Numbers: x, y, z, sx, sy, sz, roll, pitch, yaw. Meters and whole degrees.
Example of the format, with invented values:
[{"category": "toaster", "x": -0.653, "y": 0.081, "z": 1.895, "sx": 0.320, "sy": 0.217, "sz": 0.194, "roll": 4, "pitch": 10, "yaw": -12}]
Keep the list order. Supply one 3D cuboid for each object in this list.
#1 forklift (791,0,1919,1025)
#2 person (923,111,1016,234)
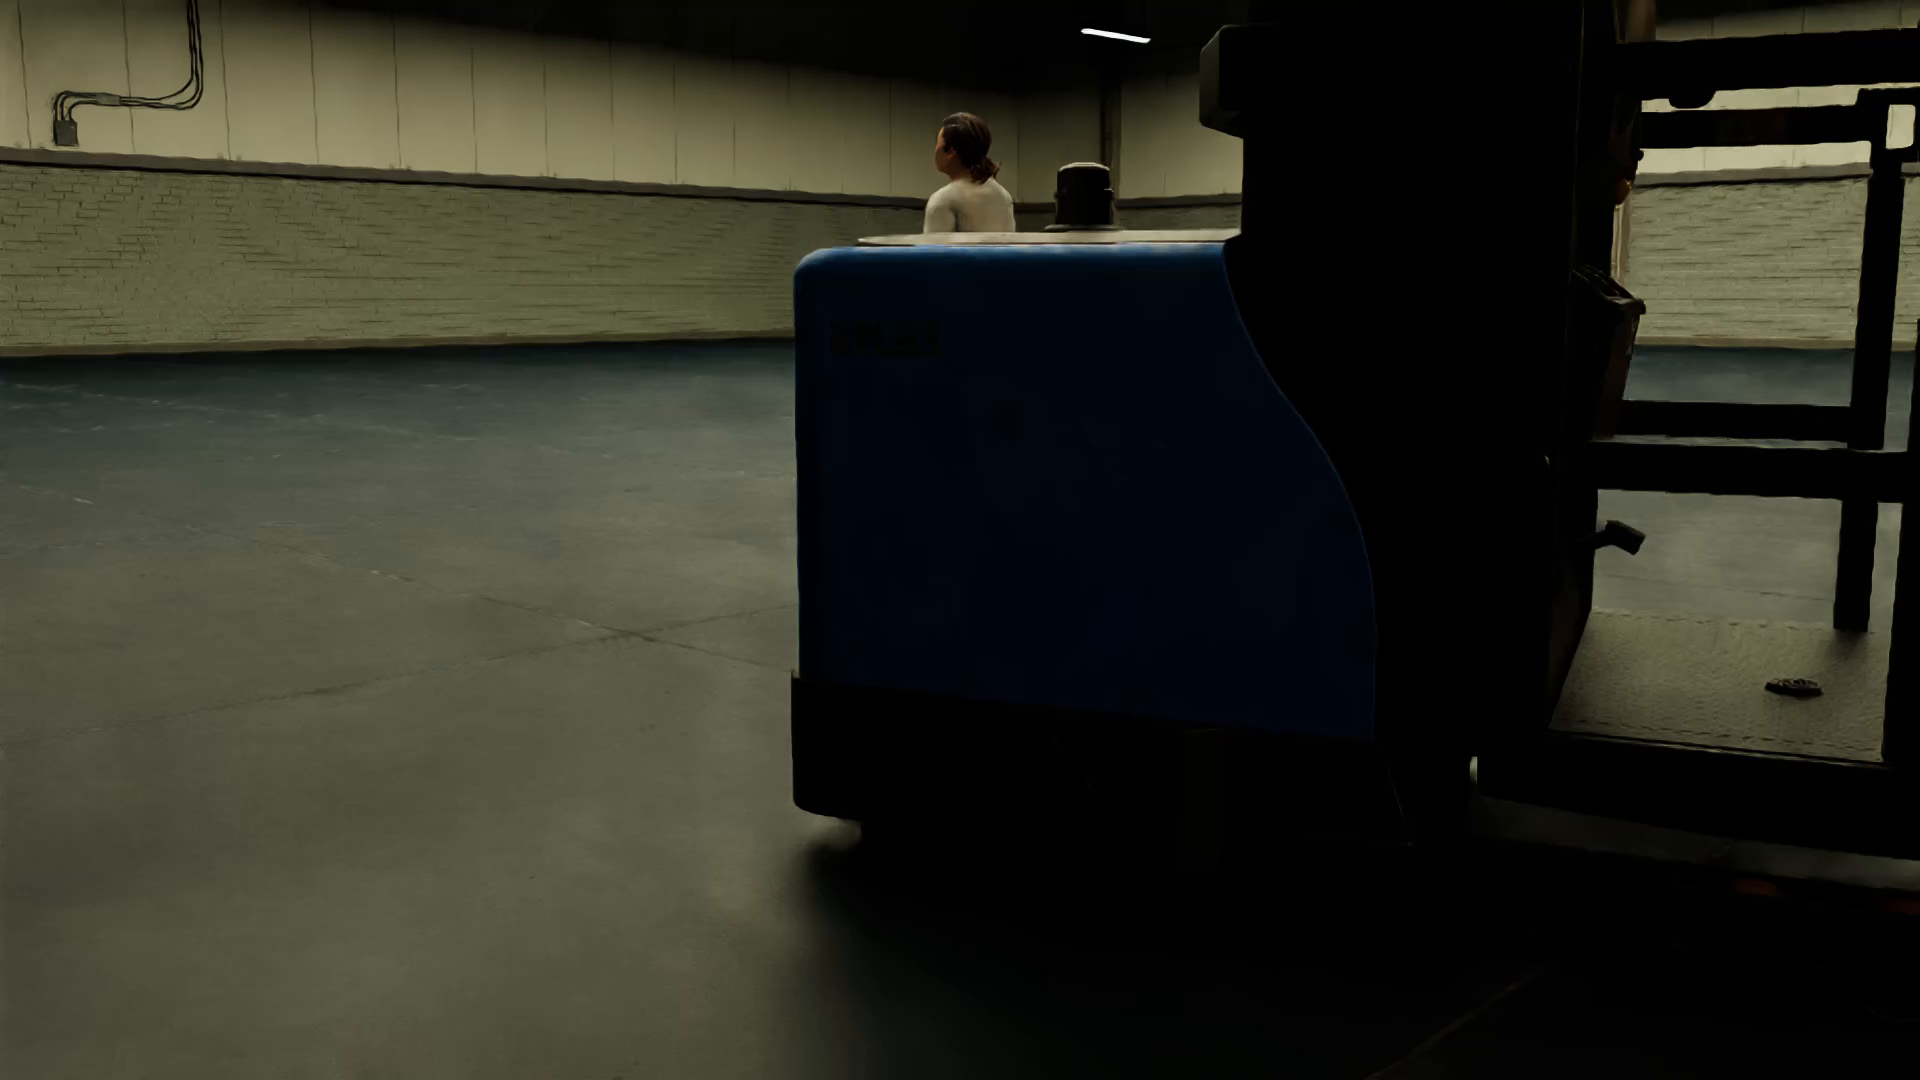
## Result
[{"category": "forklift", "x": 1.256, "y": -0.873, "z": 2.668, "sx": 3.031, "sy": 2.935, "sz": 1.130, "roll": 4, "pitch": 9, "yaw": 24}, {"category": "person", "x": -0.044, "y": -0.845, "z": 6.652, "sx": 0.548, "sy": 1.674, "sz": 0.550, "roll": 8, "pitch": 12, "yaw": 43}]
